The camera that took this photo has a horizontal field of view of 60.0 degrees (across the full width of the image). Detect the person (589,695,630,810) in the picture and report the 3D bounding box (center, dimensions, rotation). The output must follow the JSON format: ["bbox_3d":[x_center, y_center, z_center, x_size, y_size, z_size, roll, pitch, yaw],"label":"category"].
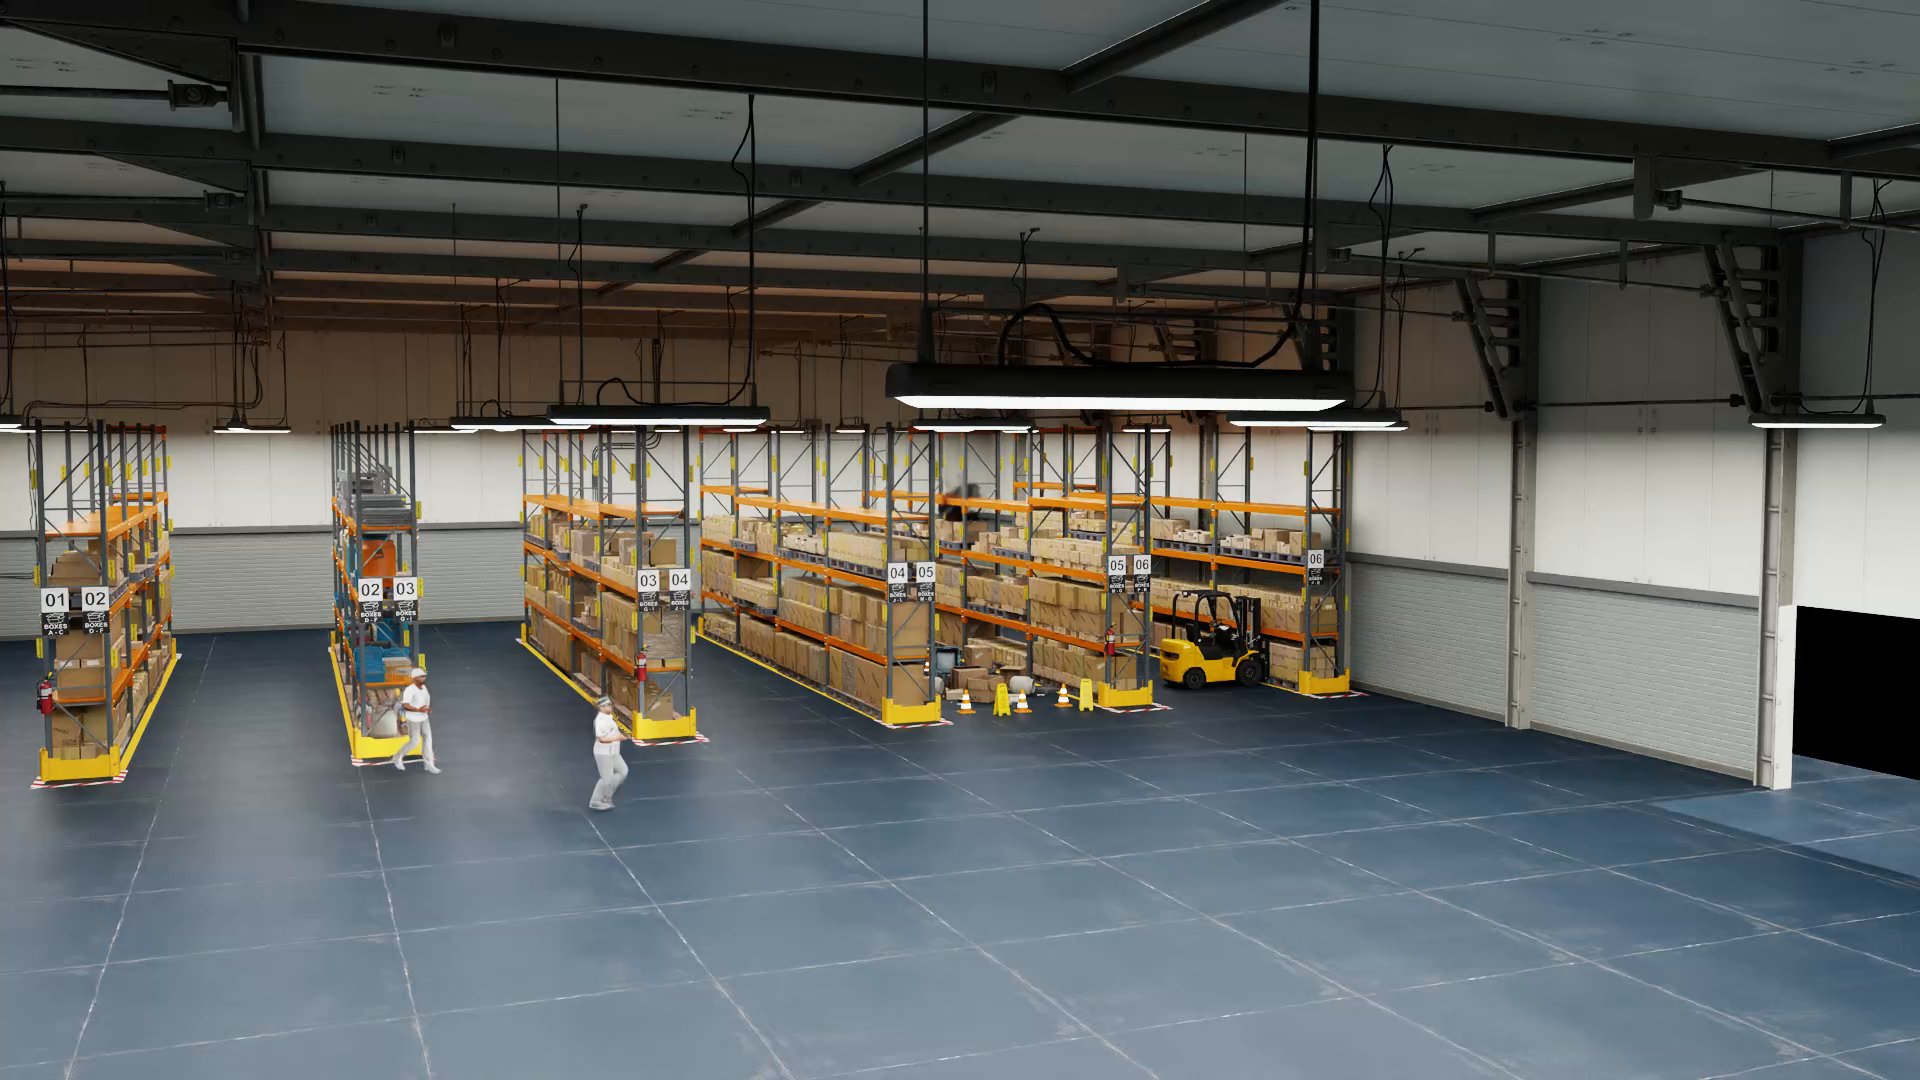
[{"bbox_3d":[-5.336,3.265,25.406,0.660,1.788,0.644,0,4,2],"label":"person"}]

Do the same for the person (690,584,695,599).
[{"bbox_3d":[-8.057,1.817,48.554,0.710,1.746,0.764,3,5,38],"label":"person"}]

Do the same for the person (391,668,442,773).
[{"bbox_3d":[-9.243,3.068,28.277,0.866,1.784,0.725,1,4,13],"label":"person"}]
